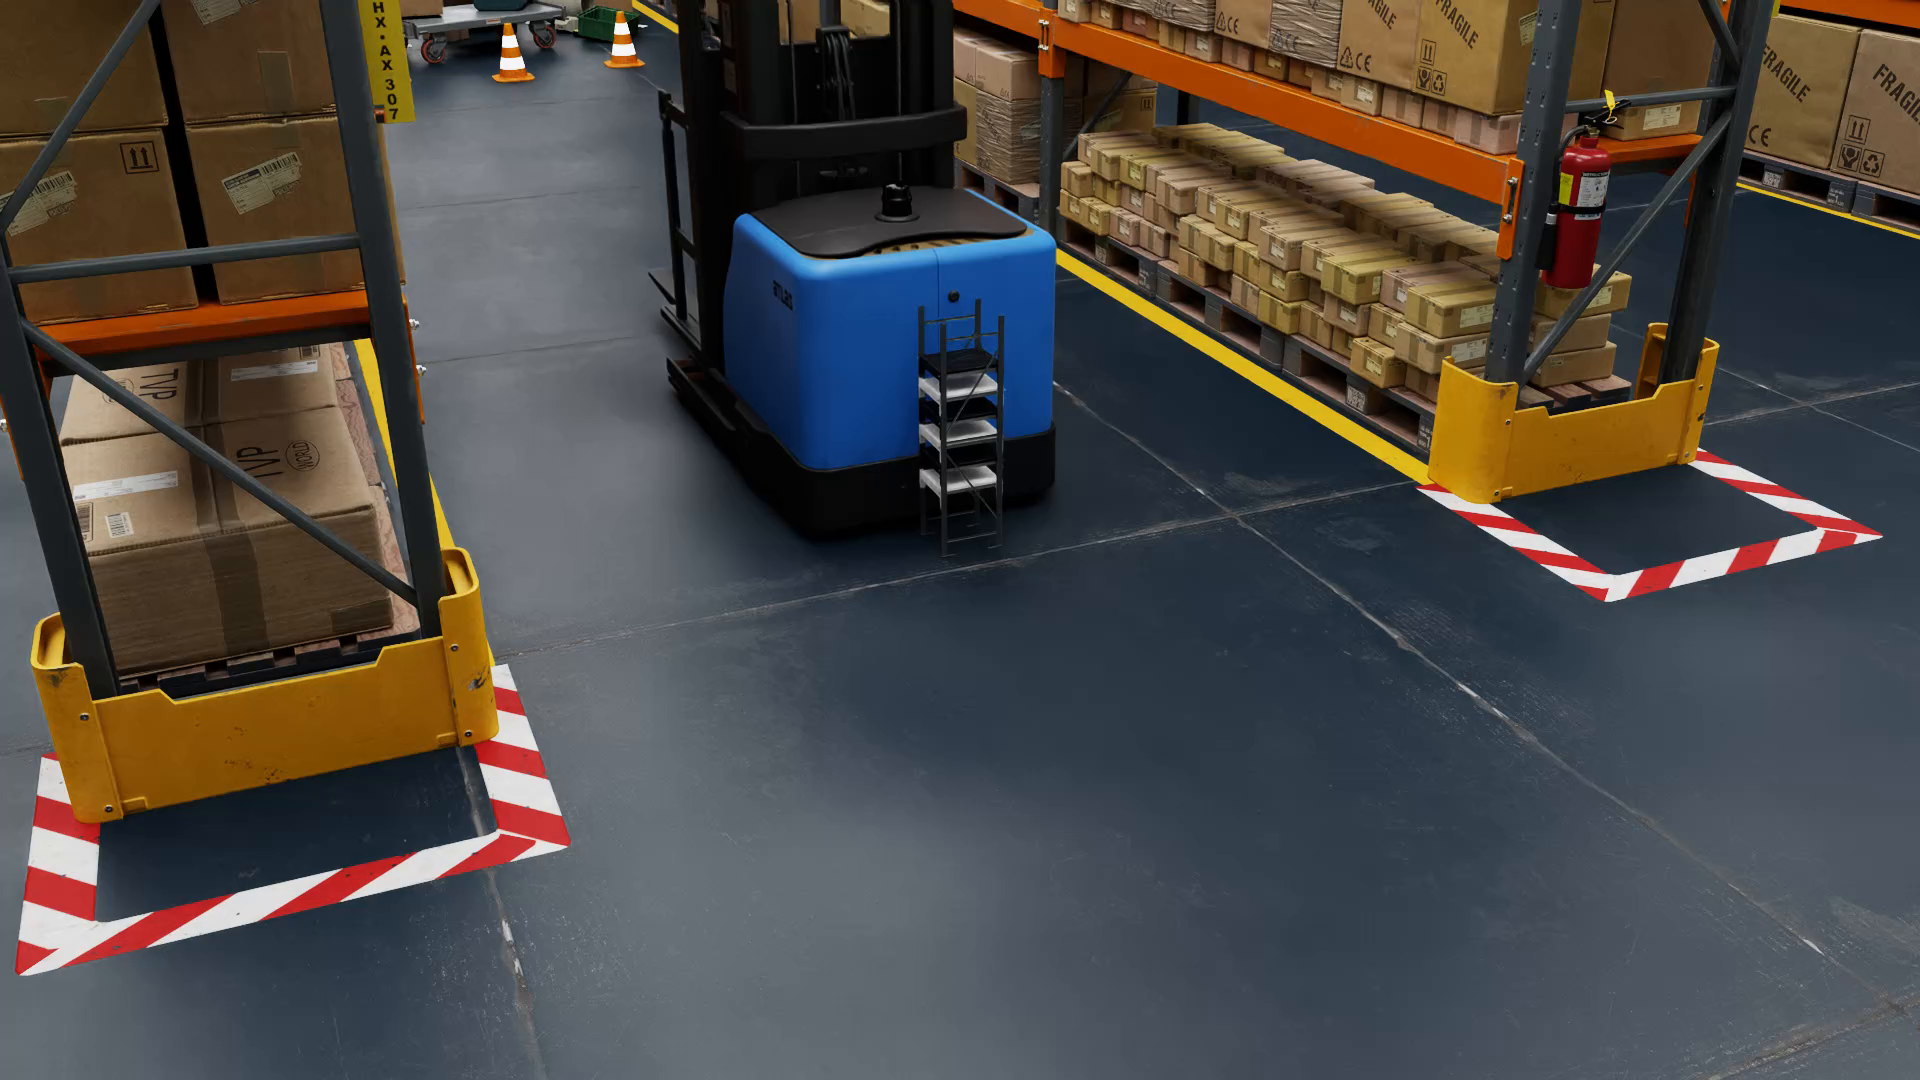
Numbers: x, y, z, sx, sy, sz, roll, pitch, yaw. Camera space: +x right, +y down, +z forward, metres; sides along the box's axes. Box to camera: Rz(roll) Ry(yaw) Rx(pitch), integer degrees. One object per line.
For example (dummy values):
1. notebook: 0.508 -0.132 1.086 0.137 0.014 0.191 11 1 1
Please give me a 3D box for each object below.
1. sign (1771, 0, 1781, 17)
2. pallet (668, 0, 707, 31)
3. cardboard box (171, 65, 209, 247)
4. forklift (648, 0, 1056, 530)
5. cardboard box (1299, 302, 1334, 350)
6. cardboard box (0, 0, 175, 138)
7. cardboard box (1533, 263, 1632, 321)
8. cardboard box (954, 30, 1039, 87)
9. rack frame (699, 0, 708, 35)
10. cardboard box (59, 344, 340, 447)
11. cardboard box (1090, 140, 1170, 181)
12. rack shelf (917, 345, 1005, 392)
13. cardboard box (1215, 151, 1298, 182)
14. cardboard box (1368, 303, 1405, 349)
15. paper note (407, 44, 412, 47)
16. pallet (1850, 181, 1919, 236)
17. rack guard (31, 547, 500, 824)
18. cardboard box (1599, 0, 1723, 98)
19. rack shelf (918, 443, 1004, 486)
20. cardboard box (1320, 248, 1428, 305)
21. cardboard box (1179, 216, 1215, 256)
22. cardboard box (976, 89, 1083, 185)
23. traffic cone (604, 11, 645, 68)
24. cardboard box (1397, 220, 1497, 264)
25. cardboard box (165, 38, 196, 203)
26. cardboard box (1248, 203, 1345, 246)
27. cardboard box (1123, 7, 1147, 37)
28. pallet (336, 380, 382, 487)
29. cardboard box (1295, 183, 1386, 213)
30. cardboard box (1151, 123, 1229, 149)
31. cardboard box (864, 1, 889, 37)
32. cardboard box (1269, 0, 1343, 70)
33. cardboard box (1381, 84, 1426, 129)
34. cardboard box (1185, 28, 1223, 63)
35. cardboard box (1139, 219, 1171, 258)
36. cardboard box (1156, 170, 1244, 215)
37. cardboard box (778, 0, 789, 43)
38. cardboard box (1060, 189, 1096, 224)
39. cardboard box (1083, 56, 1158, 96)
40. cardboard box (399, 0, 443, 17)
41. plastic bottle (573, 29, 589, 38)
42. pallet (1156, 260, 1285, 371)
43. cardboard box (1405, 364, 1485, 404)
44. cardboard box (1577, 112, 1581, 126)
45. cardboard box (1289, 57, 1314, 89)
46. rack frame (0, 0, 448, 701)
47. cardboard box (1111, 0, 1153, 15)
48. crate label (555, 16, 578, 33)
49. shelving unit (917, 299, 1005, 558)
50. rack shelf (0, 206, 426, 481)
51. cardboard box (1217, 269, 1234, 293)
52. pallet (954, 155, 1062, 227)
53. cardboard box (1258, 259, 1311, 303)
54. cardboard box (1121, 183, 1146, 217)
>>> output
1. sign: 3.018 -2.101 6.147 0.100 0.325 0.005 -11 28 -21
2. pallet: -2.406 -5.530 17.336 1.003 0.211 1.213 -11 28 -21
3. cardboard box: -2.144 -1.215 5.205 0.500 0.500 0.500 -11 28 -21
4. forklift: -0.689 -1.973 6.951 1.130 2.935 3.031 -11 28 -21
5. cardboard box: 1.794 -1.008 7.666 0.380 0.149 0.250 -10 28 -20
6. cardboard box: -2.404 -1.375 4.394 0.500 0.500 0.500 -10 28 -19
7. cardboard box: 2.626 -1.063 7.101 0.380 0.149 0.250 -12 28 -23
8. cardboard box: 0.239 -3.103 10.701 0.500 0.250 0.500 -9 28 -18
9. rack frame: -2.181 -6.463 16.068 1.000 3.000 0.127 -11 28 -21
10. cardboard box: -2.713 -0.382 6.055 0.875 0.438 0.875 -10 28 -19
11. cardboard box: 0.950 -2.112 9.250 0.380 0.149 0.250 -9 27 -18
12. rack shelf: 0.003 -0.614 5.942 0.258 0.077 0.200 -11 28 -21
13. cardboard box: 1.602 -1.995 9.011 0.380 0.149 0.250 -10 28 -19
14. cardboard box: 1.997 -0.938 7.185 0.380 0.149 0.250 -11 28 -22
15. paper note: -5.333 -4.744 15.932 0.148 0.019 0.142 -11 28 -21
16. pallet: 6.263 -1.978 10.060 1.003 0.211 1.213 -11 28 -21
17. rack guard: -1.987 0.406 4.849 1.175 0.500 0.348 -11 28 -21
18. cardboard box: 2.597 -2.026 6.527 0.500 0.500 0.500 -9 28 -18
19. rack shelf: 0.003 -0.290 6.100 0.258 0.077 0.200 -11 28 -21
20. cardboard box: 1.815 -1.158 7.295 0.380 0.149 0.250 -11 28 -22
21. cardboard box: 1.340 -1.557 8.452 0.380 0.149 0.250 -11 28 -21
22. cardboard box: 0.431 -2.554 10.433 0.500 0.500 0.500 -11 28 -22
23. traffic cone: -3.045 -4.522 14.984 0.336 0.463 0.334 -11 28 -21
24. cardboard box: 2.254 -1.363 7.716 0.380 0.149 0.250 -12 28 -23
25. cardboard box: -2.822 -1.332 5.446 0.500 0.500 0.500 -10 28 -19
26. cardboard box: 1.614 -1.497 7.990 0.380 0.149 0.250 -12 28 -22
27. cardboard box: 1.085 -2.760 8.769 0.380 0.149 0.250 -12 28 -23
28. pallet: -2.855 -0.275 6.573 1.003 0.211 1.213 -11 28 -21
29. cardboard box: 1.906 -1.676 8.357 0.380 0.149 0.250 -11 28 -20
30. cardboard box: 1.331 -2.309 9.653 0.380 0.149 0.250 -10 28 -19
31. cardboard box: -0.368 -3.726 11.978 0.500 0.250 0.500 -11 28 -21
32. cardboard box: 1.702 -2.346 7.183 0.500 0.500 0.500 -10 28 -20
33. cardboard box: 1.956 -1.794 6.792 0.380 0.149 0.250 -11 28 -21
34. cardboard box: 1.323 -2.426 8.087 0.380 0.149 0.250 -9 28 -18
35. cardboard box: 1.194 -1.646 8.973 0.380 0.149 0.250 -11 28 -22
36. cardboard box: 1.242 -1.800 8.611 0.380 0.149 0.250 -10 28 -19
37. cardboard box: -1.115 -4.639 14.419 1.050 0.750 0.750 -10 28 -20
38. cardboard box: 0.799 -1.939 9.572 0.380 0.149 0.250 -12 28 -23
39. cardboard box: 0.906 -2.979 10.449 0.500 0.250 0.500 -12 28 -23
40. cardboard box: -5.070 -5.106 15.276 0.500 0.500 0.500 -11 28 -21
41. plastic bottle: -3.677 -4.995 16.410 0.283 0.061 0.133 18 31 33
42. pallet: 1.730 -1.222 8.512 1.003 0.211 1.213 -11 28 -21
43. cardboard box: 2.121 -0.703 7.041 0.380 0.149 0.250 -10 28 -20
44. cardboard box: 2.556 -1.788 6.780 0.380 0.149 0.250 -10 28 -19
45. cardboard box: 1.708 -2.124 7.467 0.380 0.149 0.250 -12 28 -23
46. rack frame: -1.996 -0.727 4.320 1.000 3.000 0.127 -11 28 -21
47. cardboard box: 1.115 -2.970 8.461 0.500 0.500 0.500 -11 28 -21
48. crate label: -3.917 -5.171 16.685 0.250 0.136 0.298 13 29 24
49. shelving unit: 0.003 -0.401 6.046 0.258 0.900 0.210 -11 28 -21
50. rack shelf: -2.779 -1.211 6.132 1.077 0.370 4.000 -11 28 -21
51. cardboard box: 1.518 -1.329 8.324 0.380 0.149 0.250 -10 28 -19
52. pallet: 0.646 -2.294 10.708 1.003 0.211 1.213 -11 28 -21
53. cardboard box: 1.630 -1.240 7.803 0.380 0.149 0.250 -10 28 -20
54. cardboard box: 1.110 -1.894 9.143 0.380 0.149 0.250 -11 28 -21
